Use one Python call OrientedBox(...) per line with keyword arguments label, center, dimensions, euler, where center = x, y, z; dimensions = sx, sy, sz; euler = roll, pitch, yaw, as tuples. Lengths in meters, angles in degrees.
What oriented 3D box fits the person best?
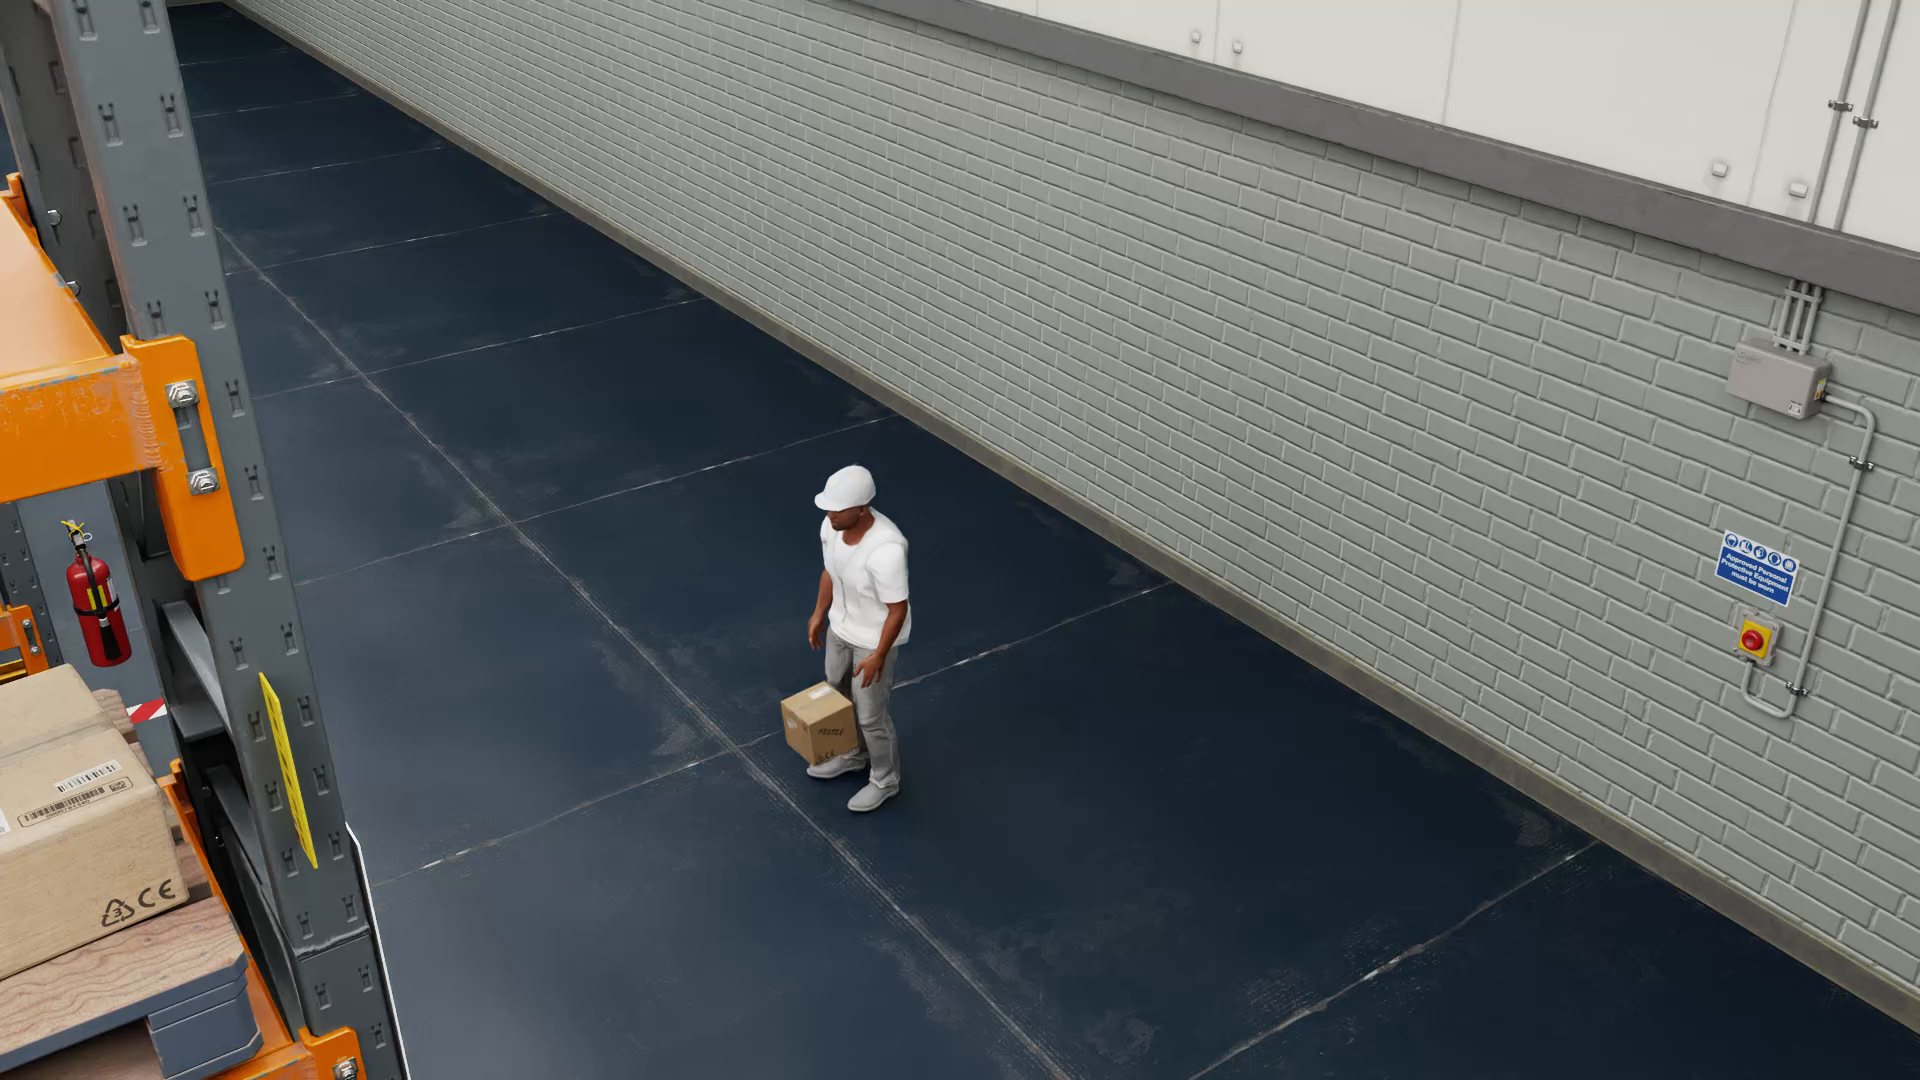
OrientedBox(label="person", center=(-0.462, 0.438, 7.791), dimensions=(0.430, 1.764, 0.591), euler=(-20, 34, -32))
